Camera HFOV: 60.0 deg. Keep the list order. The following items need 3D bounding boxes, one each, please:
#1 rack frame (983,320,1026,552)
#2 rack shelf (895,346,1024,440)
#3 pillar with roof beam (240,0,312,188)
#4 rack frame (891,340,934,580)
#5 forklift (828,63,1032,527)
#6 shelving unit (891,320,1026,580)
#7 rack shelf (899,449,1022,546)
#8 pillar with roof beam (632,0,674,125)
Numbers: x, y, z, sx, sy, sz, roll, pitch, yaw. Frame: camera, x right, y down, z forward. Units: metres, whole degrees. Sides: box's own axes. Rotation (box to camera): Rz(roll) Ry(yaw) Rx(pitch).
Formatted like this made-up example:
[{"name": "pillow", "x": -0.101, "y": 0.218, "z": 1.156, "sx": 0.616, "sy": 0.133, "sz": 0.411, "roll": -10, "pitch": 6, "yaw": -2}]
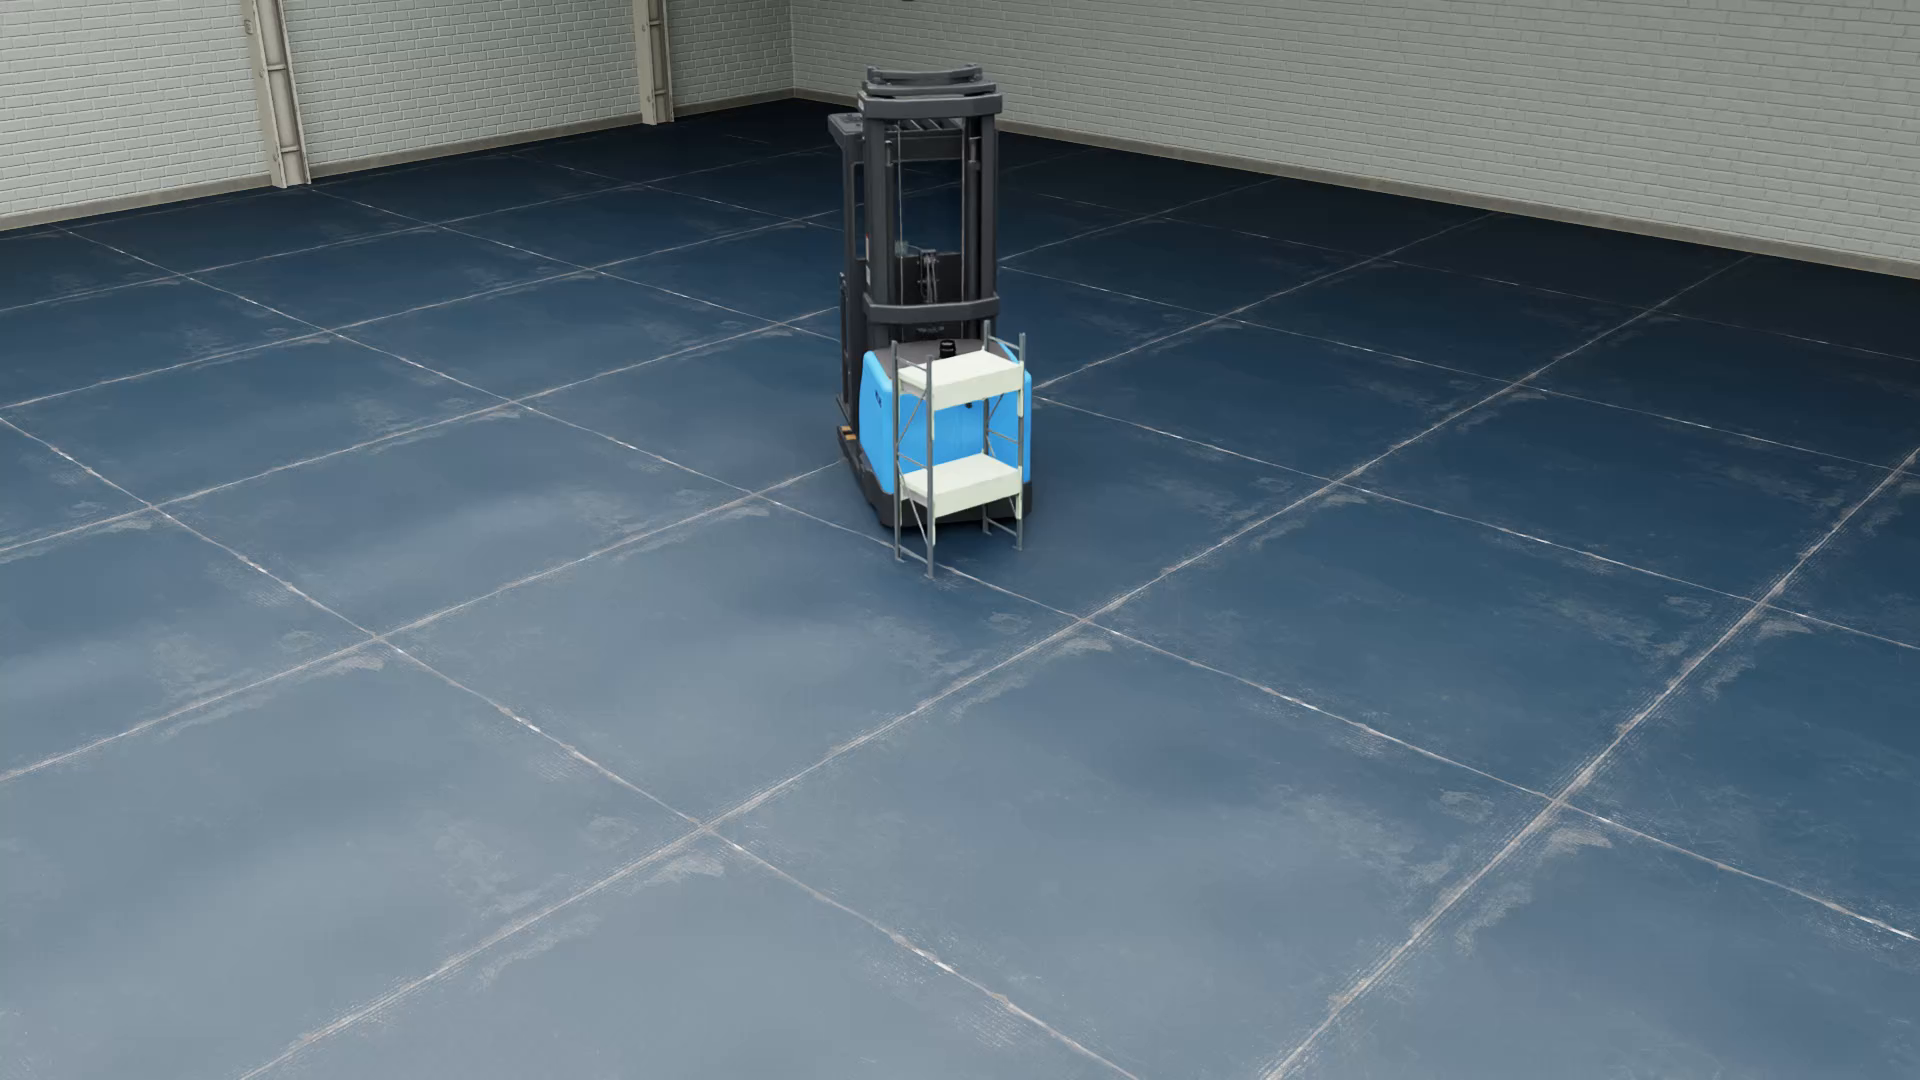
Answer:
[{"name": "rack frame", "x": 0.285, "y": -0.675, "z": 10.922, "sx": 0.023, "sy": 1.500, "sz": 0.400, "roll": -17, "pitch": 29, "yaw": -33}, {"name": "rack shelf", "x": -0.007, "y": -0.940, "z": 10.560, "sx": 0.720, "sy": 0.370, "sz": 0.431, "roll": -17, "pitch": 29, "yaw": -33}, {"name": "pillar with roof beam", "x": -5.447, "y": -7.538, "z": 17.062, "sx": 9.100, "sy": 9.000, "sz": 0.400, "roll": 20, "pitch": 31, "yaw": 38}, {"name": "rack frame", "x": -0.299, "y": -0.494, "z": 10.518, "sx": 0.023, "sy": 1.500, "sz": 0.400, "roll": -17, "pitch": 29, "yaw": -33}, {"name": "forklift", "x": -0.330, "y": -2.001, "z": 12.131, "sx": 1.130, "sy": 2.935, "sz": 3.031, "roll": -5, "pitch": 25, "yaw": -12}, {"name": "shelving unit", "x": -0.007, "y": -0.584, "z": 10.720, "sx": 0.755, "sy": 1.500, "sz": 0.431, "roll": -17, "pitch": 29, "yaw": -33}, {"name": "rack shelf", "x": -0.007, "y": -0.287, "z": 10.854, "sx": 0.720, "sy": 0.370, "sz": 0.431, "roll": -17, "pitch": 29, "yaw": -33}, {"name": "pillar with roof beam", "x": -1.442, "y": -9.366, "z": 21.140, "sx": 9.100, "sy": 9.000, "sz": 0.400, "roll": 20, "pitch": 31, "yaw": 38}]
